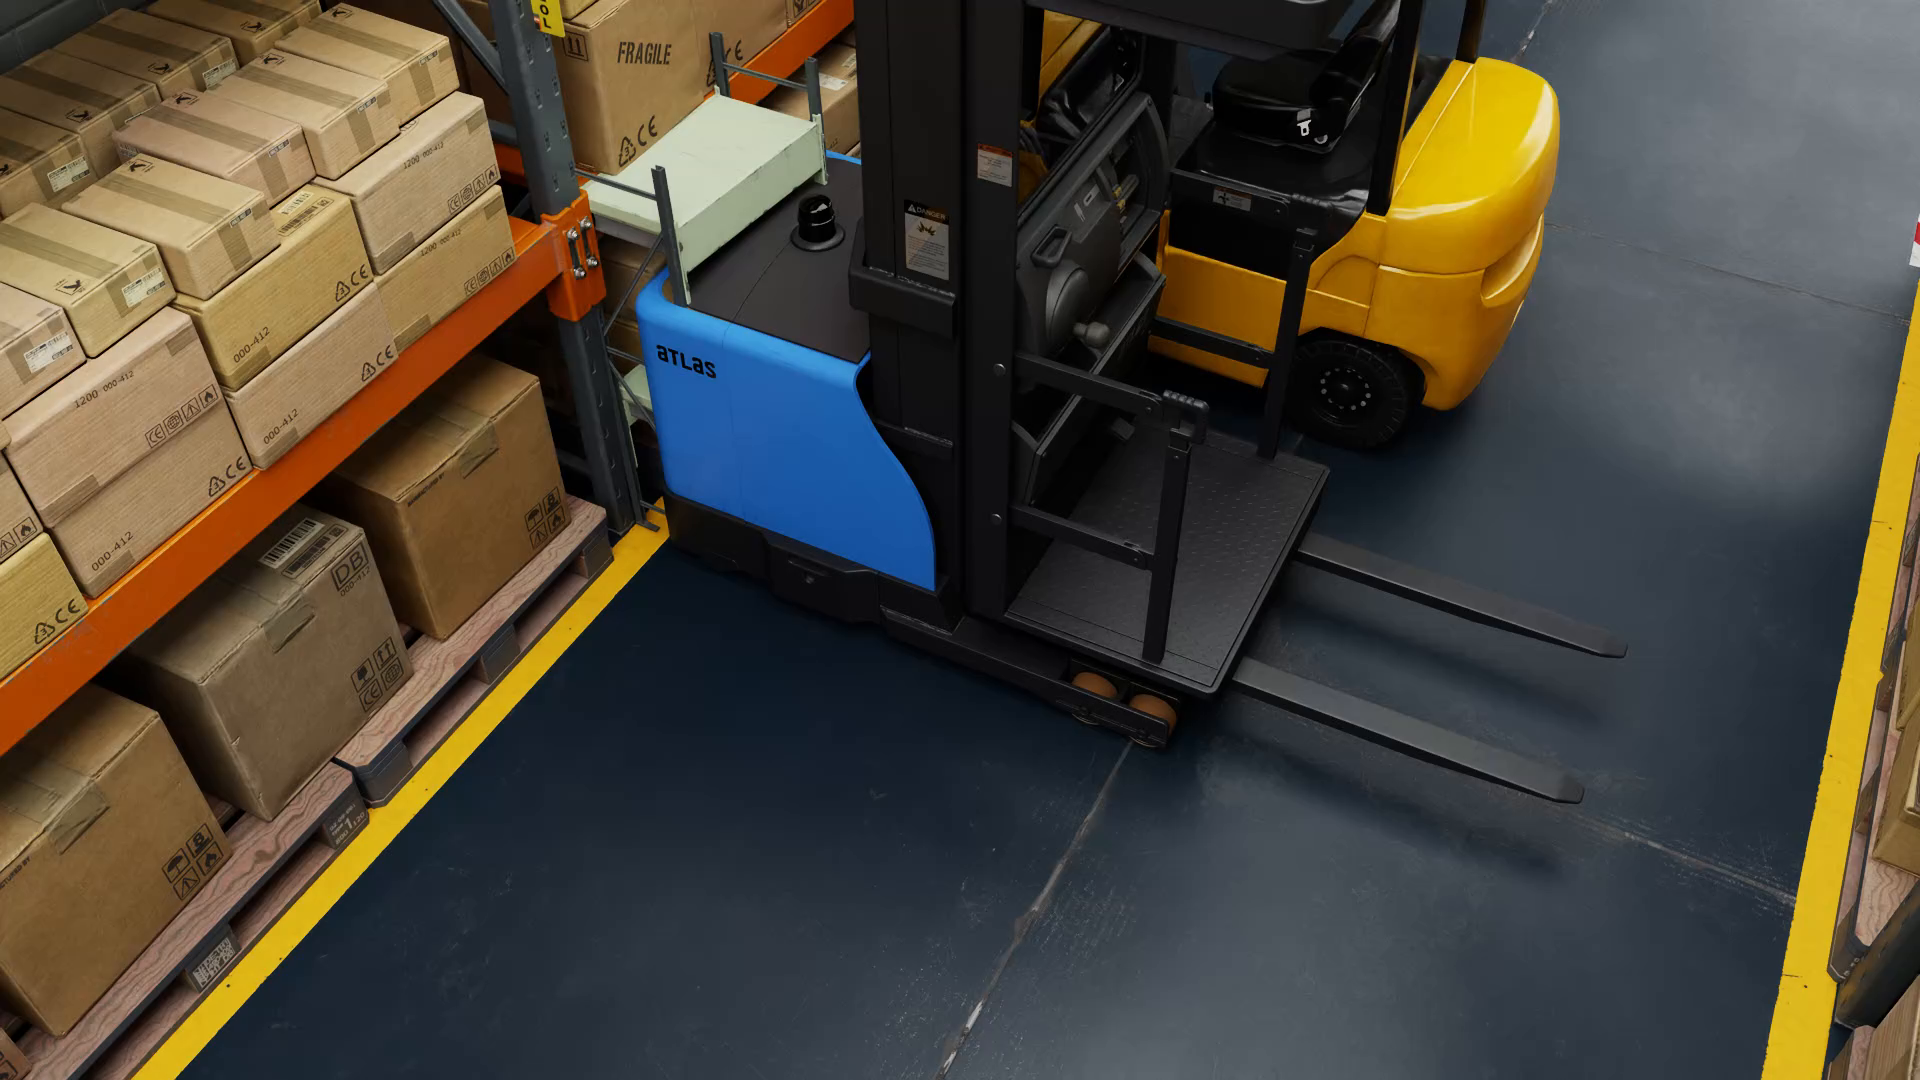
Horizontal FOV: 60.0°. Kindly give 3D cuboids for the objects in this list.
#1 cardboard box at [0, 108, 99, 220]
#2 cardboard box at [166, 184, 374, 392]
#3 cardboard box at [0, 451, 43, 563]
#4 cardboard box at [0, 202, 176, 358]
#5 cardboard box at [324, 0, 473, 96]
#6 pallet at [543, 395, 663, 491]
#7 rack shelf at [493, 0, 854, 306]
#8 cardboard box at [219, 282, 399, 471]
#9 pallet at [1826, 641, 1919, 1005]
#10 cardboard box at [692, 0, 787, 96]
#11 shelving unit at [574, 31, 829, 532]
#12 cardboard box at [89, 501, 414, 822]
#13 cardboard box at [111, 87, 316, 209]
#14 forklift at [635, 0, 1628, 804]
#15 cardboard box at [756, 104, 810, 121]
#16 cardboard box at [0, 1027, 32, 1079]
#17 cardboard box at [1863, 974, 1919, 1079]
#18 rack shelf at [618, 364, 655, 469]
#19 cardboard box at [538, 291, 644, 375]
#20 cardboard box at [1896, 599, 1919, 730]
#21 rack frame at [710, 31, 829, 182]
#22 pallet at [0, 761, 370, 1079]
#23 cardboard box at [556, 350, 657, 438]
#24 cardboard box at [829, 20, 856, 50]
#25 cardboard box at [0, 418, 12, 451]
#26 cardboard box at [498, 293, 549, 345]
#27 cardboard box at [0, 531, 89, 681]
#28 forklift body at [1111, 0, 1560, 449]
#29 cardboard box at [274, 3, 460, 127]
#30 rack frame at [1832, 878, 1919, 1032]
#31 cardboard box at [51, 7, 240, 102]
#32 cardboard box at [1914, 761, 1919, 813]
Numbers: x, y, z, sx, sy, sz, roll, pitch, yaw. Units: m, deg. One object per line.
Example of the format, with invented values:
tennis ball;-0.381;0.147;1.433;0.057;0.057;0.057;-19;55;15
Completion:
cardboard box;-2.325;-0.902;4.006;0.380;0.149;0.250;20;49;19
cardboard box;-1.817;-0.668;4.056;0.500;0.250;0.500;19;48;18
cardboard box;-2.311;-0.037;3.431;0.500;0.250;0.500;21;49;20
cardboard box;-1.991;-0.581;3.689;0.380;0.149;0.250;19;48;18
cardboard box;-1.614;-1.673;5.224;0.500;0.500;0.500;20;49;19
pallet;-1.177;-0.773;6.365;1.003;0.211;1.213;20;49;19
rack shelf;-0.655;-2.273;6.393;1.077;0.370;4.000;20;49;19
cardboard box;-1.814;-0.491;4.231;0.500;0.250;0.500;20;49;19
pallet;3.095;0.916;4.696;1.003;0.211;1.213;20;49;19
cardboard box;-0.919;-1.828;5.377;0.500;0.500;0.500;21;49;20
shelving unit;-0.781;-0.762;5.428;0.431;1.500;0.755;22;48;24
cardboard box;-2.183;0.240;4.778;0.875;0.625;0.625;20;49;19
cardboard box;-1.809;-0.935;4.039;0.380;0.149;0.250;20;49;19
forklift;0.556;-0.829;4.508;3.031;2.935;1.130;20;49;19
cardboard box;-0.835;-1.318;5.879;0.500;0.250;0.500;21;49;19
cardboard box;-2.842;1.139;3.890;0.875;0.625;0.625;22;49;20
cardboard box;2.573;1.478;3.732;0.950;0.372;0.625;21;49;20
rack shelf;-0.771;-0.522;5.649;0.431;0.370;0.720;22;48;24
cardboard box;-1.086;-0.825;5.743;0.500;0.250;0.500;20;49;19
cardboard box;3.089;0.390;4.894;0.500;0.250;0.500;19;48;18
rack frame;-0.588;-0.977;5.653;0.400;1.500;0.023;22;48;24
pallet;-2.456;0.963;4.650;1.003;0.211;1.213;20;49;19
cardboard box;-1.066;-0.642;5.914;0.500;0.250;0.500;21;49;19
cardboard box;-0.363;-1.963;6.517;0.500;0.250;0.500;20;49;18
cardboard box;-2.167;-0.233;3.345;0.380;0.149;0.250;19;48;18
cardboard box;-1.539;-0.997;5.913;0.500;0.250;0.500;19;48;18
cardboard box;-2.305;0.140;3.608;0.500;0.250;0.500;22;49;20
forklift body;1.009;-1.690;5.908;2.313;2.155;1.214;20;49;19
cardboard box;-1.545;-1.240;4.341;0.380;0.149;0.250;22;49;20
rack frame;2.815;0.371;3.275;1.000;3.000;0.127;20;49;19
cardboard box;-2.108;-1.227;4.327;0.380;0.149;0.250;19;48;18
cardboard box;2.852;0.465;4.292;0.500;0.500;0.500;20;49;19
